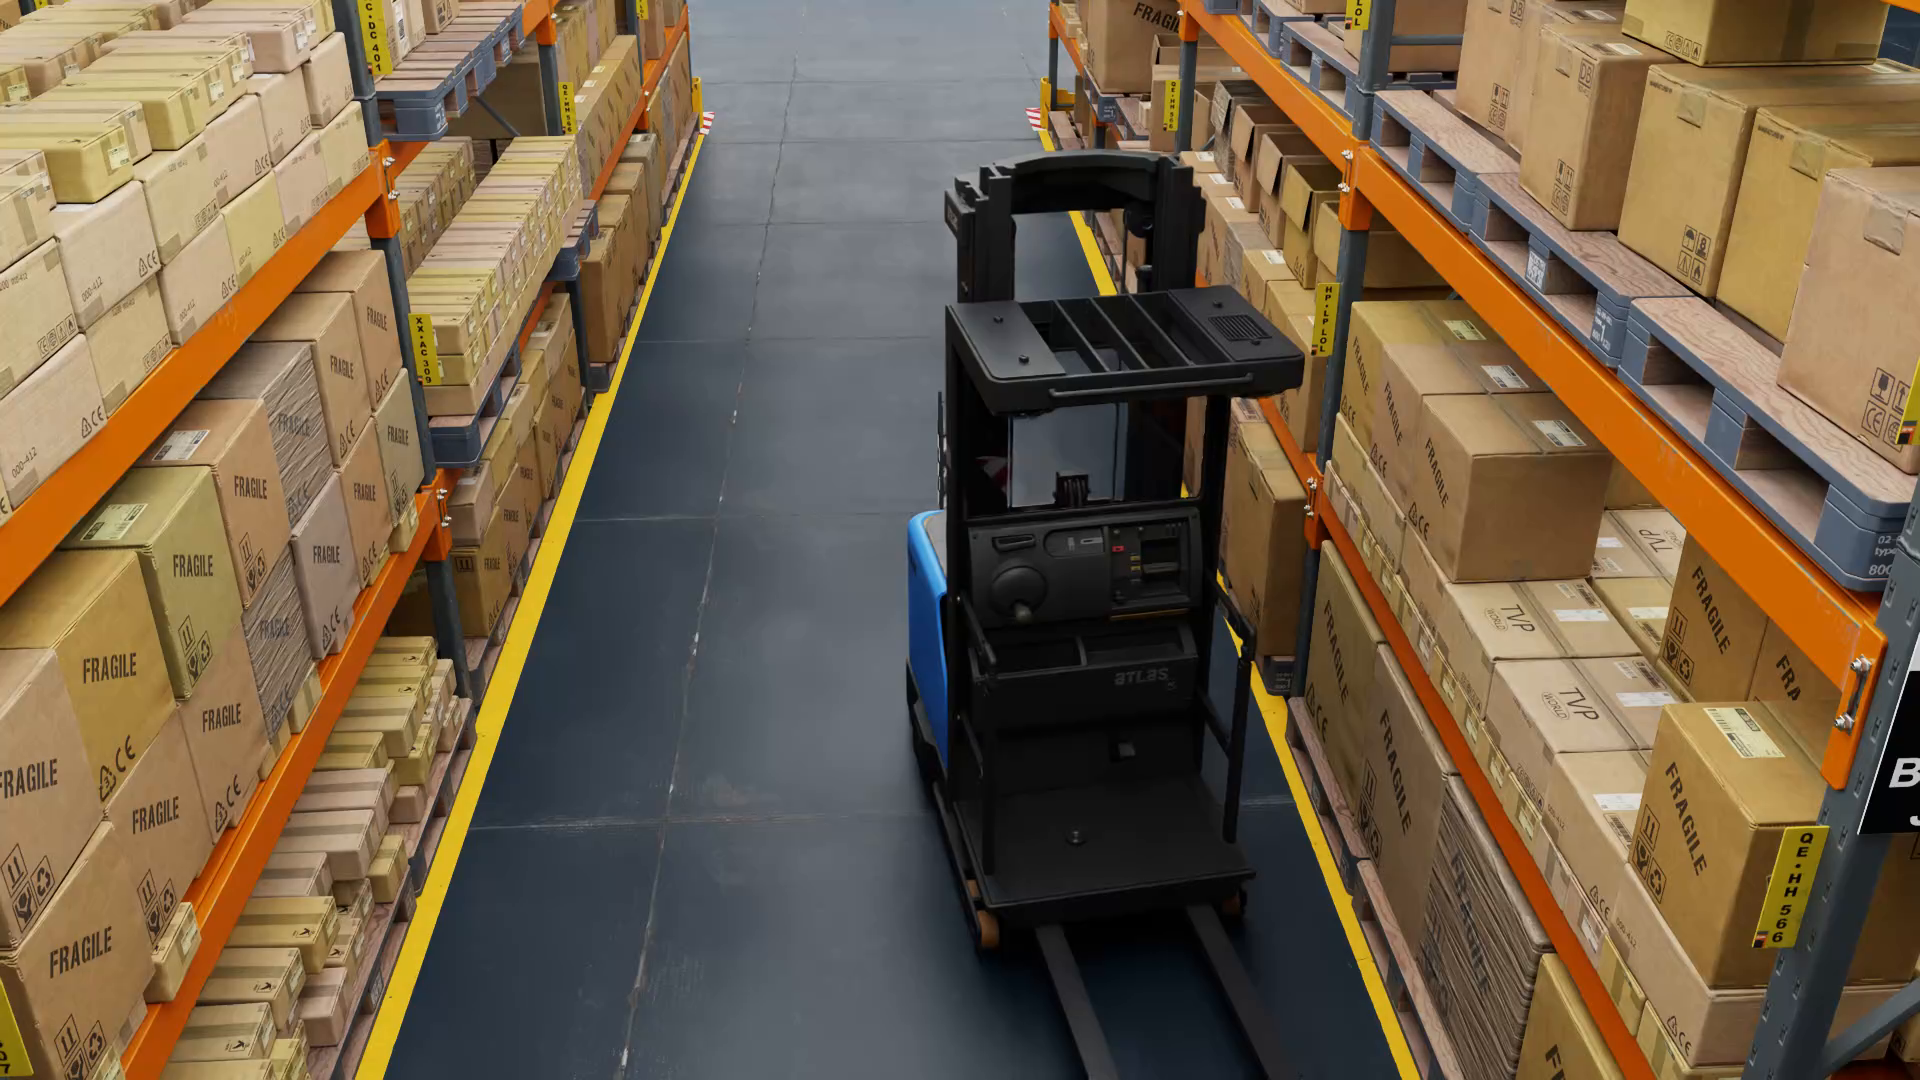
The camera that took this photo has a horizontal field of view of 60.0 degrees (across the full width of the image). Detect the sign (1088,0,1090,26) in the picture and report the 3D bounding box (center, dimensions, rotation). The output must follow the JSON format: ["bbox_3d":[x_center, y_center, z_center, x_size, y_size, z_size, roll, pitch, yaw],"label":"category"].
[{"bbox_3d":[1.158,-4.550,14.294,0.100,0.325,0.005,-1,28,-3],"label":"sign"}]

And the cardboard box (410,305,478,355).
[{"bbox_3d":[-2.403,-0.947,7.496,0.380,0.149,0.250,0,28,0],"label":"cardboard box"}]

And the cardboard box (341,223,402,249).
[{"bbox_3d":[-3.125,-1.536,8.626,0.380,0.149,0.250,-3,28,-5],"label":"cardboard box"}]

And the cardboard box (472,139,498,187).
[{"bbox_3d":[-3.342,-2.508,11.208,0.500,0.500,0.500,-1,28,-3],"label":"cardboard box"}]

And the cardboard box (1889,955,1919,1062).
[{"bbox_3d":[2.570,1.065,4.304,0.500,0.250,0.500,-2,28,-4],"label":"cardboard box"}]

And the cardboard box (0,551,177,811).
[{"bbox_3d":[-2.424,0.366,4.294,0.500,0.500,0.500,-1,28,-1],"label":"cardboard box"}]

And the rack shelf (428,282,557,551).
[{"bbox_3d":[-2.946,-1.020,9.240,1.077,0.370,4.000,-1,28,-3],"label":"rack shelf"}]

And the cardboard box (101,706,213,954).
[{"bbox_3d":[-2.434,0.795,4.552,0.500,0.500,0.500,-1,28,-3],"label":"cardboard box"}]

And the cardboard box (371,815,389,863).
[{"bbox_3d":[-2.502,1.152,6.605,0.380,0.149,0.250,-1,28,-1],"label":"cardboard box"}]

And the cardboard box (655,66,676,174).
[{"bbox_3d":[-3.273,-4.062,16.138,0.875,0.875,0.875,-1,28,-2],"label":"cardboard box"}]

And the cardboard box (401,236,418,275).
[{"bbox_3d":[-3.139,-1.522,8.920,0.380,0.149,0.250,0,28,-1],"label":"cardboard box"}]

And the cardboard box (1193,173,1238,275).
[{"bbox_3d":[1.691,-1.911,10.062,0.500,0.500,0.500,-2,28,-4],"label":"cardboard box"}]

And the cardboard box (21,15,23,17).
[{"bbox_3d":[-7.942,-4.330,14.378,0.500,0.500,0.500,-1,28,-3],"label":"cardboard box"}]

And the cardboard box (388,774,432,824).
[{"bbox_3d":[-2.473,1.078,7.068,0.380,0.149,0.250,-2,28,-4],"label":"cardboard box"}]

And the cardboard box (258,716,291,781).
[{"bbox_3d":[-2.455,0.667,5.500,0.380,0.149,0.250,0,28,-1],"label":"cardboard box"}]

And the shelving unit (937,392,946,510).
[{"bbox_3d":[0.000,-0.395,9.535,0.258,0.900,0.210,-1,28,-3],"label":"shelving unit"}]

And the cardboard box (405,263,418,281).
[{"bbox_3d":[-3.145,-1.393,8.995,0.380,0.149,0.250,-2,28,-4],"label":"cardboard box"}]

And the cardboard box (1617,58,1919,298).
[{"bbox_3d":[2.261,-0.985,4.481,0.700,0.500,0.500,-3,28,-6],"label":"cardboard box"}]

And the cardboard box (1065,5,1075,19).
[{"bbox_3d":[1.293,-5.435,17.198,0.380,0.149,0.250,-1,28,-3],"label":"cardboard box"}]

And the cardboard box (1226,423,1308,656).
[{"bbox_3d":[2.063,-0.028,8.403,1.225,0.875,0.875,-1,28,-2],"label":"cardboard box"}]

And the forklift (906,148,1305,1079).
[{"bbox_3d":[0.539,0.146,6.301,1.130,2.935,3.031,-5,28,-10],"label":"forklift"}]

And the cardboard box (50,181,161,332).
[{"bbox_3d":[-2.439,-0.737,4.297,0.500,0.250,0.500,-1,28,-2],"label":"cardboard box"}]

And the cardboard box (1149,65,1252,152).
[{"bbox_3d":[1.711,-3.070,11.830,0.700,0.500,0.500,3,28,5],"label":"cardboard box"}]

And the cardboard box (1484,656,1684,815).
[{"bbox_3d":[1.983,0.607,5.183,0.500,0.250,0.500,-2,28,-4],"label":"cardboard box"}]

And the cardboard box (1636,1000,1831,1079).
[{"bbox_3d":[1.978,1.314,4.259,0.380,0.149,0.250,-1,28,-2],"label":"cardboard box"}]

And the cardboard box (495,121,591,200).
[{"bbox_3d":[-2.804,-2.521,11.231,0.500,0.500,0.500,-1,28,-2],"label":"cardboard box"}]

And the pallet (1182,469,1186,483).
[{"bbox_3d":[1.874,-0.733,10.928,1.003,0.211,1.213,-1,28,-3],"label":"pallet"}]

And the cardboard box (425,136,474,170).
[{"bbox_3d":[-3.220,-2.381,10.246,0.380,0.149,0.250,-1,28,-3],"label":"cardboard box"}]

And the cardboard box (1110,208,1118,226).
[{"bbox_3d":[1.710,-2.986,14.458,0.700,0.500,0.500,-3,28,-7],"label":"cardboard box"}]

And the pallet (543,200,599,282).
[{"bbox_3d":[-2.907,-1.851,10.263,1.213,0.211,1.003,-1,28,-3],"label":"pallet"}]

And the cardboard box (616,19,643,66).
[{"bbox_3d":[-3.291,-4.346,14.678,0.875,0.550,0.550,-1,28,-3],"label":"cardboard box"}]

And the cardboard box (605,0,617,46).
[{"bbox_3d":[-3.228,-4.368,13.692,0.700,0.500,0.500,-2,28,-4],"label":"cardboard box"}]

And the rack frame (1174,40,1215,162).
[{"bbox_3d":[1.908,-2.336,10.985,1.000,3.000,0.127,-1,28,-3],"label":"rack frame"}]

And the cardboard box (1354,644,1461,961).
[{"bbox_3d":[2.118,0.990,6.452,0.875,0.875,0.875,-1,28,-3],"label":"cardboard box"}]

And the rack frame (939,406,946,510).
[{"bbox_3d":[0.006,-0.348,9.445,0.240,0.900,0.006,-1,28,-3],"label":"rack frame"}]

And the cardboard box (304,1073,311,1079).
[{"bbox_3d":[-2.360,1.906,5.481,0.380,0.149,0.250,-1,28,-2],"label":"cardboard box"}]

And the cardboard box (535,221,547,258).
[{"bbox_3d":[-2.501,-1.656,9.178,0.380,0.149,0.250,-1,28,-1],"label":"cardboard box"}]

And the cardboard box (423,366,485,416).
[{"bbox_3d":[-2.403,-0.683,7.634,0.380,0.149,0.250,-3,28,-5],"label":"cardboard box"}]

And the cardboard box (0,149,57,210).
[{"bbox_3d":[-2.490,-0.859,4.100,0.380,0.149,0.250,-1,28,-1],"label":"cardboard box"}]

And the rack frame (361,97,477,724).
[{"bbox_3d":[-2.842,-0.415,7.303,1.000,3.000,0.127,-1,28,-3],"label":"rack frame"}]

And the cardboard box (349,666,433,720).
[{"bbox_3d":[-2.510,0.674,7.200,0.380,0.149,0.250,-1,28,-2],"label":"cardboard box"}]

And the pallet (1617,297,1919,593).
[{"bbox_3d":[2.276,-0.274,3.884,1.003,0.211,1.213,-1,28,-3],"label":"pallet"}]

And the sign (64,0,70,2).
[{"bbox_3d":[-3.396,-2.134,6.369,0.100,0.325,0.005,-1,28,-3],"label":"sign"}]

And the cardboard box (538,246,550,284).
[{"bbox_3d":[-2.504,-1.528,9.254,0.380,0.149,0.250,-1,28,-1],"label":"cardboard box"}]

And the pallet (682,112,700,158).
[{"bbox_3d":[-3.348,-4.353,17.868,1.003,0.211,1.213,-1,28,-3],"label":"pallet"}]

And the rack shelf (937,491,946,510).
[{"bbox_3d":[0.000,-0.206,9.633,0.258,0.077,0.200,-1,28,-3],"label":"rack shelf"}]

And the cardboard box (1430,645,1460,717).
[{"bbox_3d":[1.883,0.487,5.843,0.380,0.149,0.250,-2,28,-4],"label":"cardboard box"}]

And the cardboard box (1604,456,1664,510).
[{"bbox_3d":[2.430,-0.449,6.397,0.500,0.500,0.500,-1,28,-2],"label":"cardboard box"}]

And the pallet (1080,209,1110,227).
[{"bbox_3d":[1.629,-3.256,15.764,1.003,0.211,1.213,-1,28,-3],"label":"pallet"}]

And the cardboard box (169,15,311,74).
[{"bbox_3d":[-2.474,-1.706,5.724,0.380,0.149,0.250,-1,28,-3],"label":"cardboard box"}]

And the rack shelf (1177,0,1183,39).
[{"bbox_3d":[1.803,-4.270,12.228,1.077,0.370,4.000,-1,28,-3],"label":"rack shelf"}]

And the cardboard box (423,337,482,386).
[{"bbox_3d":[-2.403,-0.815,7.565,0.380,0.149,0.250,-1,28,-2],"label":"cardboard box"}]

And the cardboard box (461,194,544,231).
[{"bbox_3d":[-2.502,-1.789,9.110,0.380,0.149,0.250,0,28,0],"label":"cardboard box"}]

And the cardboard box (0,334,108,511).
[{"bbox_3d":[-2.424,-0.288,3.978,0.500,0.250,0.500,-1,28,-1],"label":"cardboard box"}]

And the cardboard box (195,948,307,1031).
[{"bbox_3d":[-2.441,1.511,5.594,0.380,0.149,0.250,0,28,-1],"label":"cardboard box"}]

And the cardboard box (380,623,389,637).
[{"bbox_3d":[-3.132,0.171,8.427,0.500,0.500,0.500,-2,28,-4],"label":"cardboard box"}]
